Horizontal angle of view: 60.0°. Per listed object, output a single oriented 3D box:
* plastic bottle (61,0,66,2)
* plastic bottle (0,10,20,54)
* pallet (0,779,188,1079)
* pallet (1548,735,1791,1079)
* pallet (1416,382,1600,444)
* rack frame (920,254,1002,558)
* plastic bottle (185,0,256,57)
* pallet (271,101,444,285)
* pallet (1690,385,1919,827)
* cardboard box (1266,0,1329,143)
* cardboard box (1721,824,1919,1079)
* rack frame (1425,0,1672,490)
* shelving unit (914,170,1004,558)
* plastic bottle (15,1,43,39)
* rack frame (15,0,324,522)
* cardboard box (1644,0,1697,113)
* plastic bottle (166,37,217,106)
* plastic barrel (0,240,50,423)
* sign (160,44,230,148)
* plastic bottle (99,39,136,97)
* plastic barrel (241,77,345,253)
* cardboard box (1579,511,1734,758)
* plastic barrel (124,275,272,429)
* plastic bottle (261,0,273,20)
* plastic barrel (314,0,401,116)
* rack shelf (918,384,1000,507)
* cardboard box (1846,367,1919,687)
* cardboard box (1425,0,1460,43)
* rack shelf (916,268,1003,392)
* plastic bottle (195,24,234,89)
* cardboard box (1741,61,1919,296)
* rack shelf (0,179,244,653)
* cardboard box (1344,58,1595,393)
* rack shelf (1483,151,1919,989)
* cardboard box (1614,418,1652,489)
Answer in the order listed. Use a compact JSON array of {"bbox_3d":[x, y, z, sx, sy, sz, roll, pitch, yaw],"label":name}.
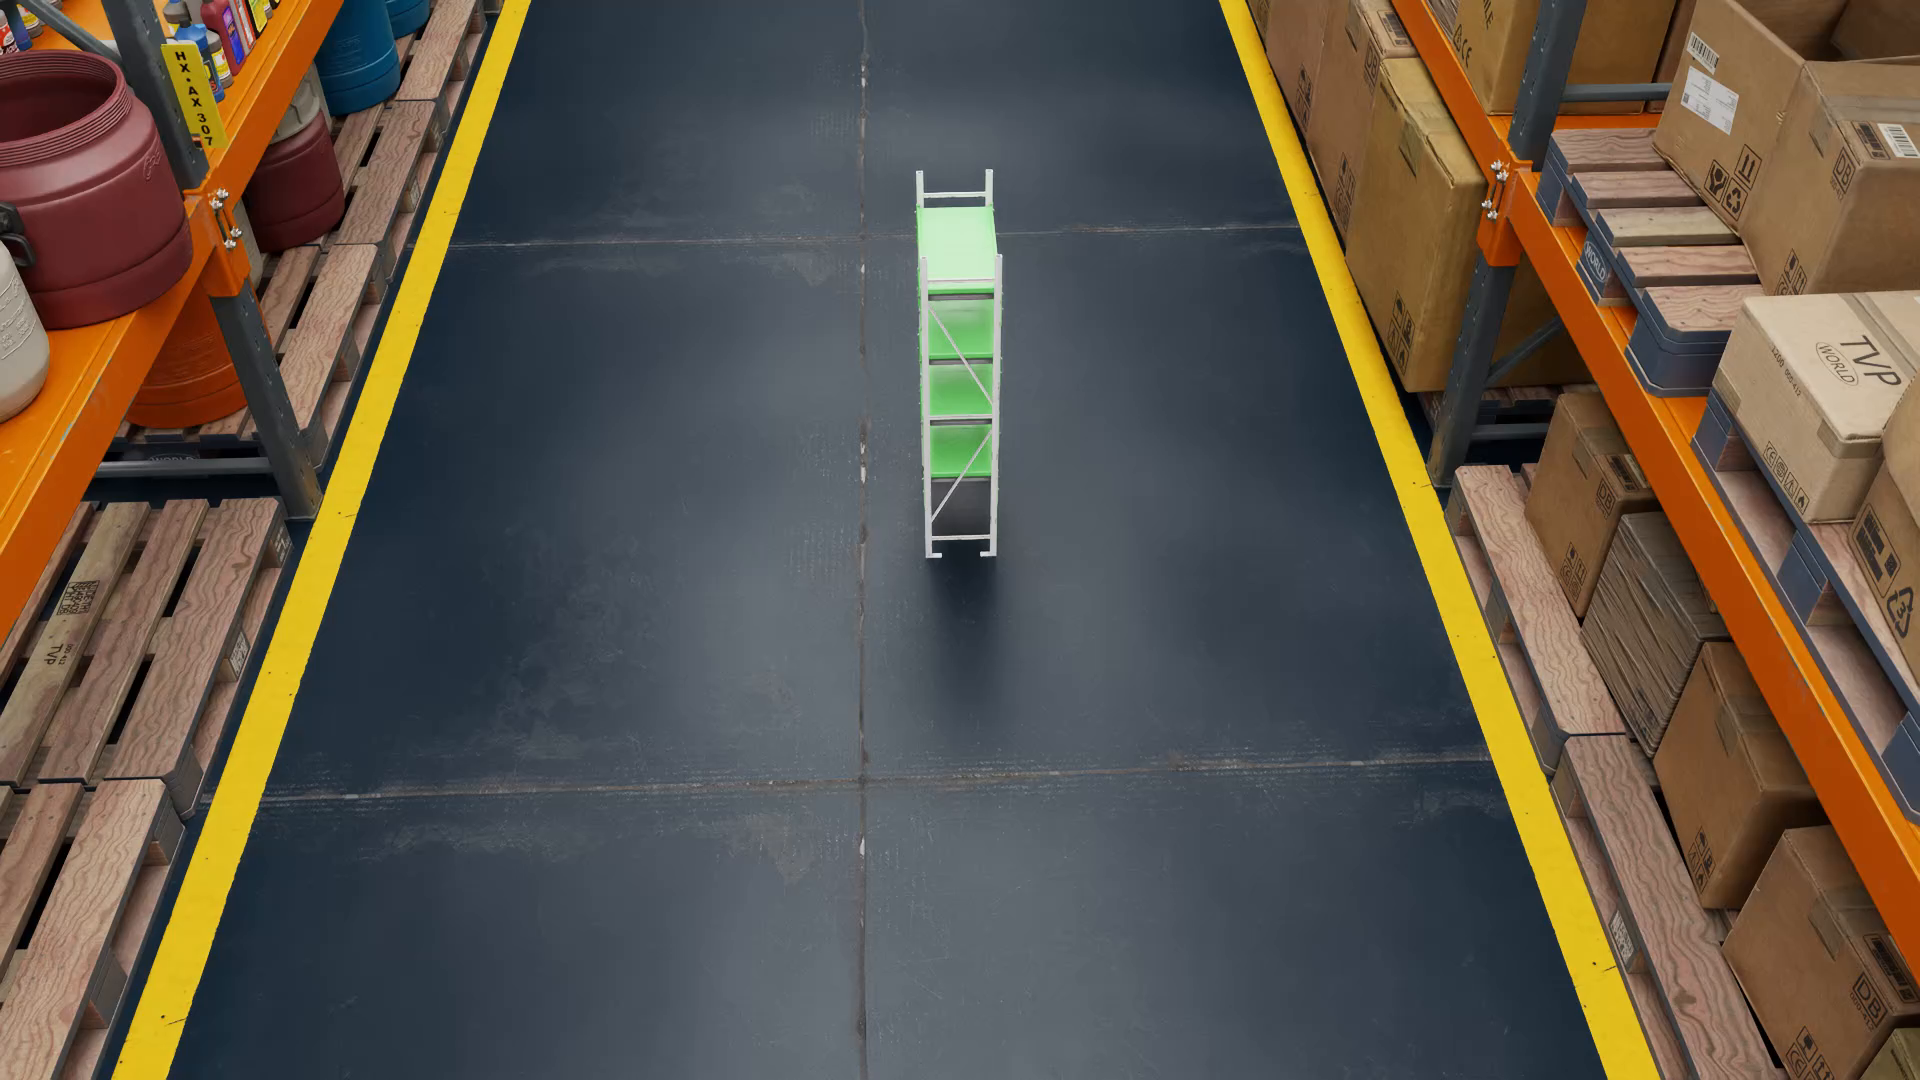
[{"bbox_3d":[-3.223,-2.015,5.875,0.097,0.201,0.097,0,43,0],"label":"plastic bottle"},{"bbox_3d":[-3.202,-1.686,5.517,0.097,0.201,0.097,0,43,0],"label":"plastic bottle"},{"bbox_3d":[-2.715,1.175,4.312,1.003,0.211,1.213,-2,43,-2],"label":"pallet"},{"bbox_3d":[2.271,1.036,4.463,1.003,0.211,1.213,-2,43,-2],"label":"pallet"},{"bbox_3d":[2.232,-0.847,6.518,1.003,0.211,1.213,-2,43,-2],"label":"pallet"},{"bbox_3d":[0.003,-0.389,5.287,0.240,1.200,0.015,-2,43,-2],"label":"rack frame"},{"bbox_3d":[-2.473,-1.767,5.549,0.152,0.276,0.135,-2,43,-2],"label":"plastic bottle"},{"bbox_3d":[-2.882,-1.523,7.256,1.003,0.211,1.213,-2,43,-2],"label":"pallet"},{"bbox_3d":[2.316,0.065,3.601,1.003,0.211,1.213,-2,43,-2],"label":"pallet"},{"bbox_3d":[2.107,-2.378,7.386,1.225,0.875,0.875,-3,43,-3],"label":"cardboard box"},{"bbox_3d":[2.330,1.004,3.960,0.700,0.500,0.500,-5,43,-5],"label":"cardboard box"},{"bbox_3d":[2.191,-1.341,4.993,1.000,3.000,0.127,-2,43,-2],"label":"rack frame"},{"bbox_3d":[-0.007,-0.554,5.466,0.258,1.200,0.503,-2,43,-2],"label":"shelving unit"},{"bbox_3d":[-3.210,-1.818,5.660,0.097,0.201,0.097,0,43,0],"label":"plastic bottle"},{"bbox_3d":[-2.758,-1.199,4.838,1.000,3.000,0.127,-2,43,-2],"label":"rack frame"},{"bbox_3d":[2.442,-1.714,5.326,0.500,0.500,0.500,0,43,-1],"label":"cardboard box"},{"bbox_3d":[-2.453,-1.454,5.209,0.152,0.276,0.135,-2,43,-2],"label":"plastic bottle"},{"bbox_3d":[-2.501,-0.552,4.049,0.421,0.512,0.421,0,43,0],"label":"plastic barrel"},{"bbox_3d":[-2.209,-1.279,4.805,0.100,0.325,0.005,-2,43,-2],"label":"sign"},{"bbox_3d":[-2.605,-1.450,5.204,0.152,0.276,0.135,-2,43,-2],"label":"plastic bottle"},{"bbox_3d":[-2.844,-1.557,6.702,0.600,0.588,0.708,-2,43,-2],"label":"plastic barrel"},{"bbox_3d":[2.275,0.244,4.788,0.700,0.500,0.500,-5,43,-5],"label":"cardboard box"},{"bbox_3d":[-2.796,-0.883,5.789,0.600,0.830,0.708,-2,43,-2],"label":"plastic barrel"},{"bbox_3d":[-2.456,-1.908,5.759,0.097,0.201,0.097,0,43,0],"label":"plastic bottle"},{"bbox_3d":[-2.892,-2.435,7.428,0.600,0.901,0.708,-2,43,-2],"label":"plastic barrel"},{"bbox_3d":[-0.007,-0.330,5.672,0.258,0.148,0.480,-2,43,-2],"label":"rack shelf"},{"bbox_3d":[2.195,-0.001,3.144,0.797,0.503,0.637,2,43,3],"label":"cardboard box"},{"bbox_3d":[1.907,-2.040,5.682,0.500,0.500,0.500,-2,43,-2],"label":"cardboard box"},{"bbox_3d":[-0.007,-0.684,5.348,0.258,0.148,0.480,-2,43,-2],"label":"rack shelf"},{"bbox_3d":[-2.435,-1.572,5.392,0.097,0.201,0.097,0,43,0],"label":"plastic bottle"},{"bbox_3d":[2.377,-0.795,4.013,0.700,0.500,0.500,4,43,5],"label":"cardboard box"},{"bbox_3d":[-2.673,0.417,3.608,1.077,0.370,4.000,-2,43,-2],"label":"rack shelf"},{"bbox_3d":[2.182,-1.179,6.078,1.225,0.875,0.875,-3,43,-4],"label":"cardboard box"},{"bbox_3d":[2.276,0.275,3.763,1.077,0.370,4.000,-2,43,-2],"label":"rack shelf"},{"bbox_3d":[2.249,-0.407,4.943,0.500,0.250,0.500,0,43,0],"label":"cardboard box"}]
